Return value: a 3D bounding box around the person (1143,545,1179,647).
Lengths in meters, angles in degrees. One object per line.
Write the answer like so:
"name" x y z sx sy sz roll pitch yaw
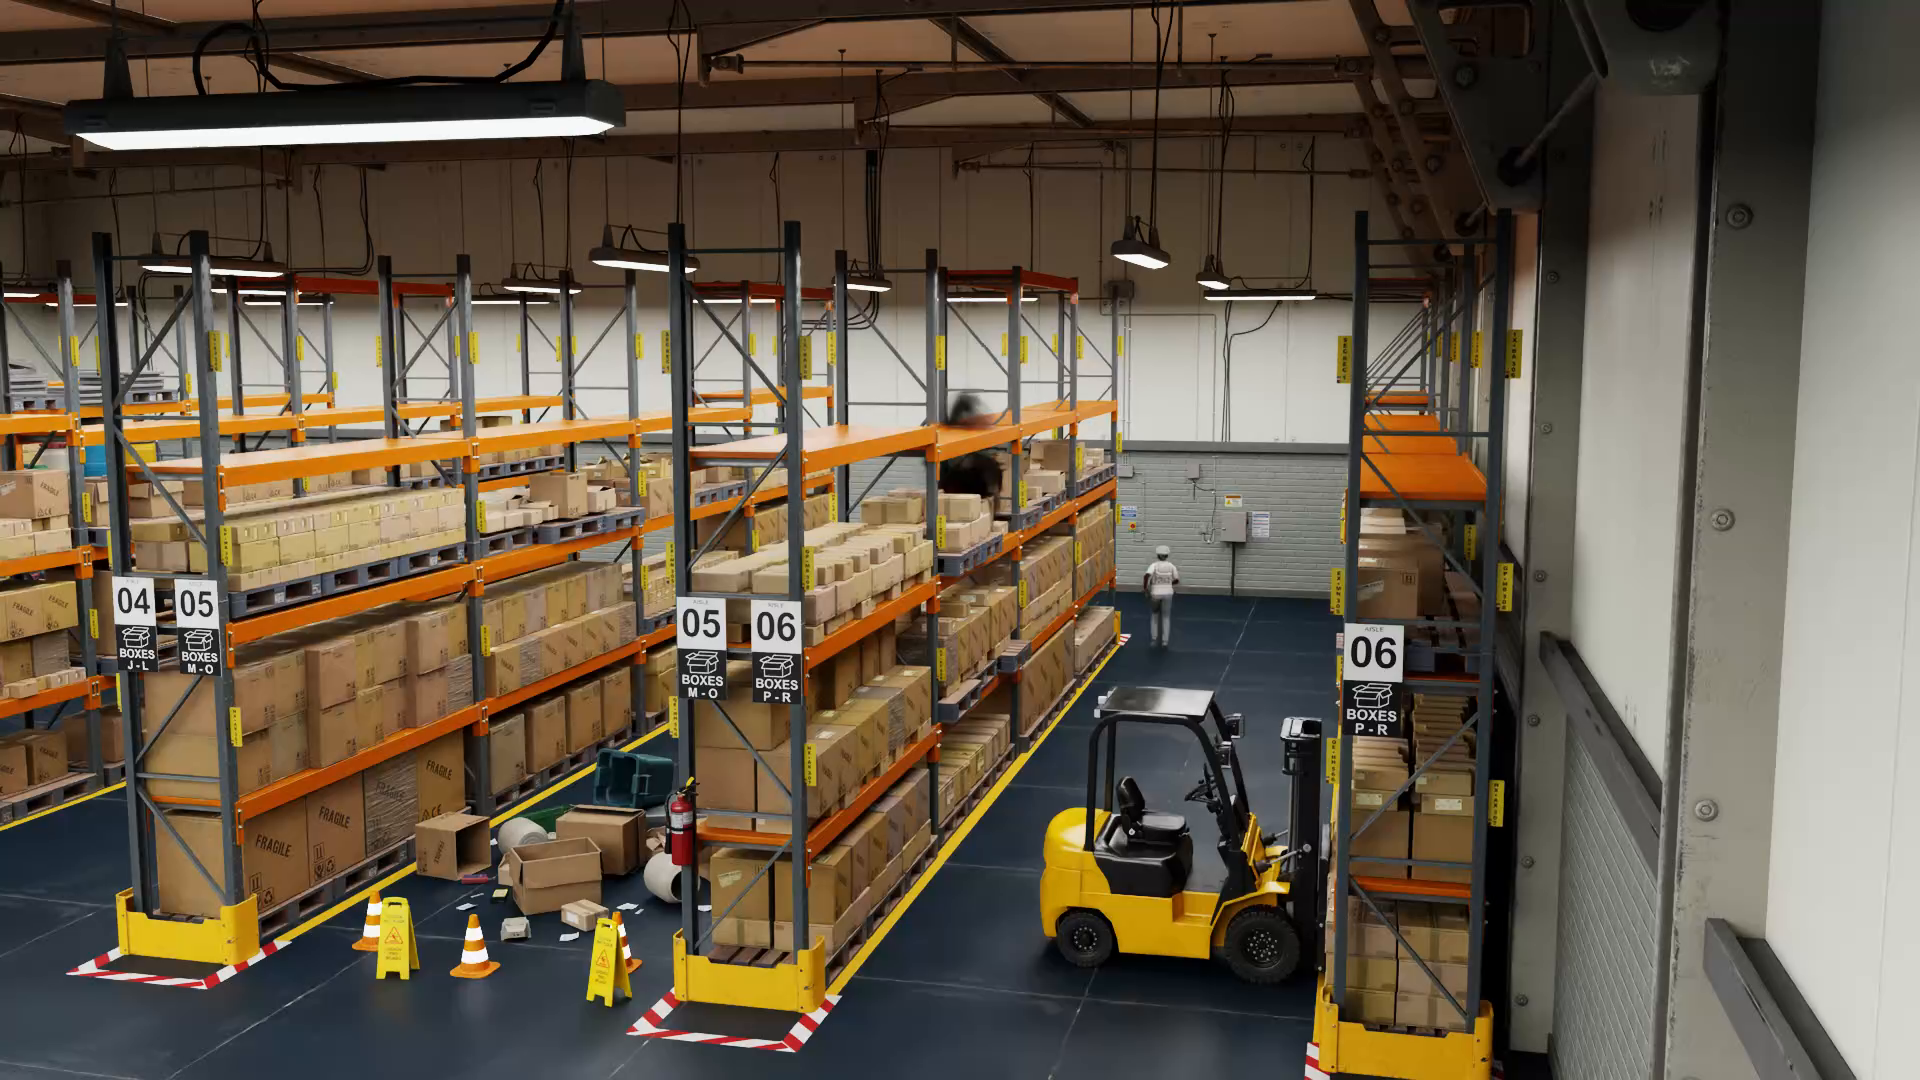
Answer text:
"person" 3.341 0.976 27.669 0.602 1.764 0.721 0 7 4
